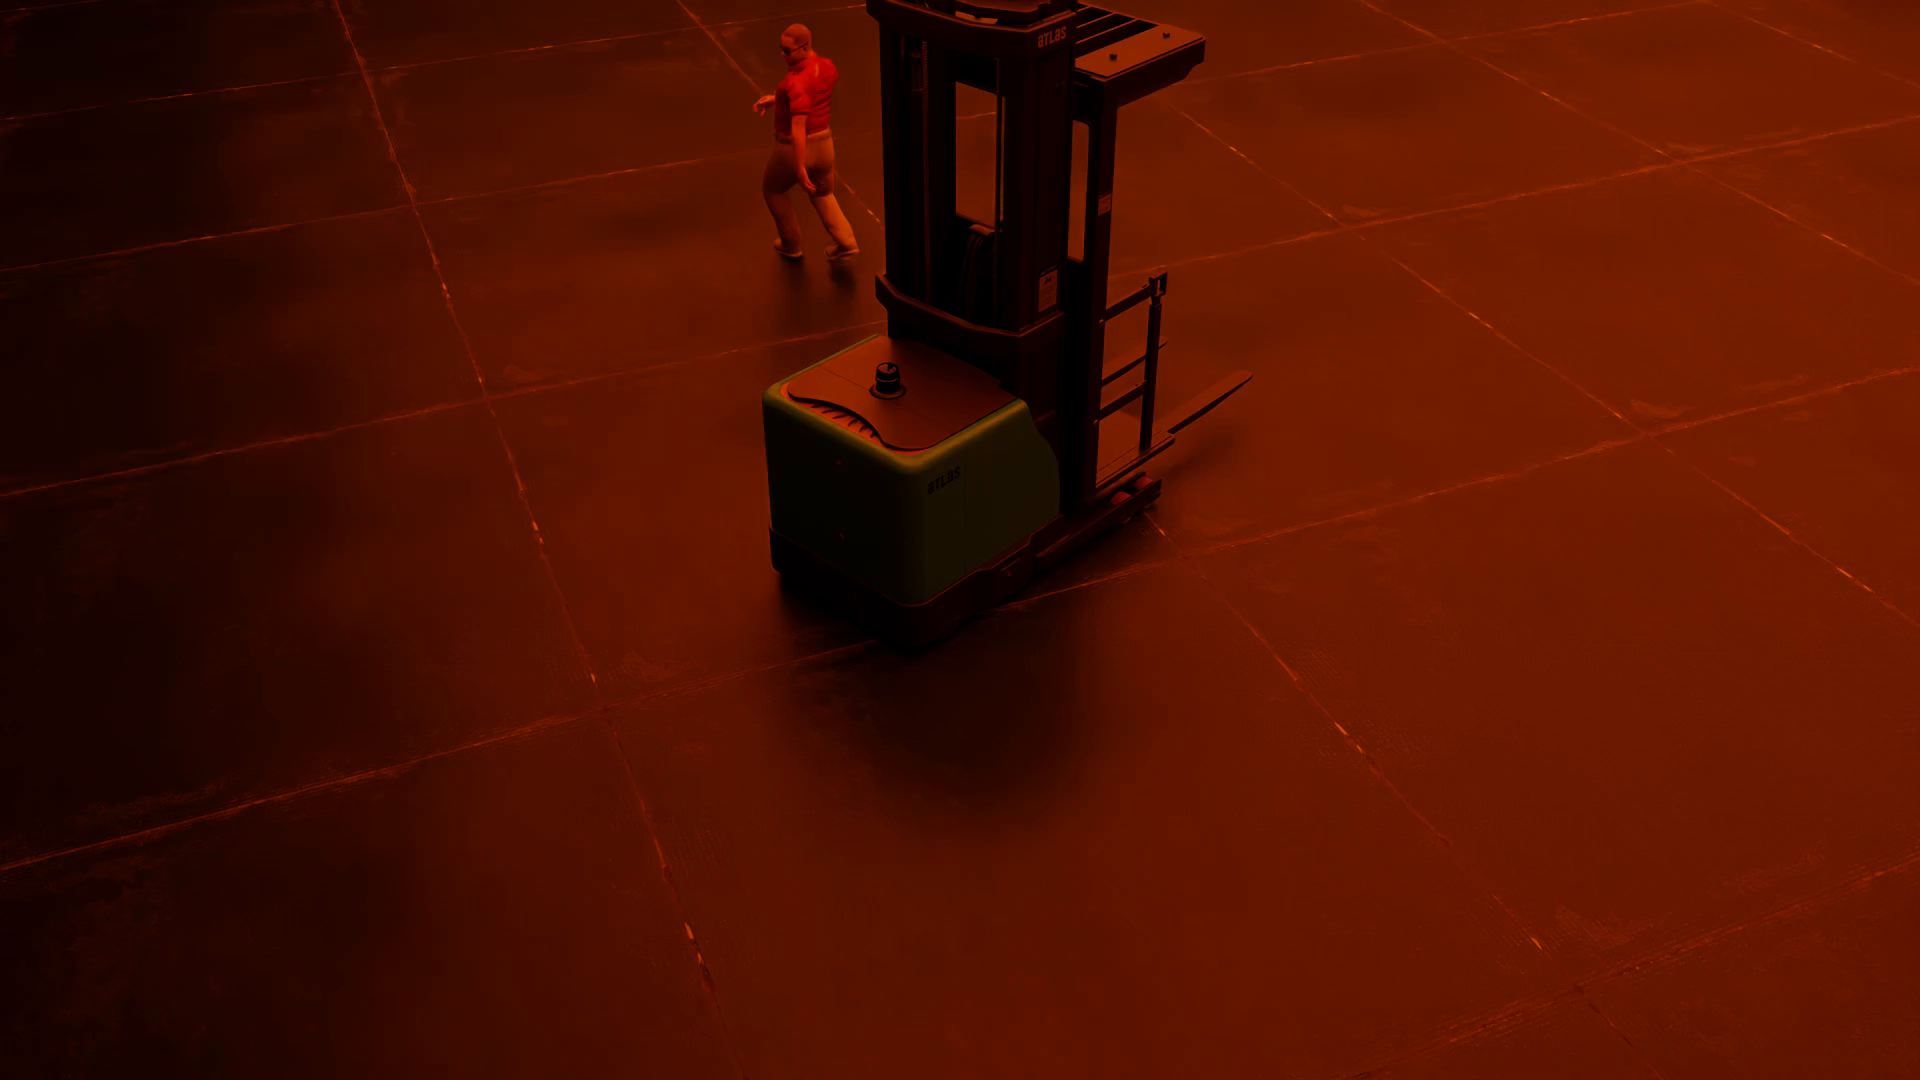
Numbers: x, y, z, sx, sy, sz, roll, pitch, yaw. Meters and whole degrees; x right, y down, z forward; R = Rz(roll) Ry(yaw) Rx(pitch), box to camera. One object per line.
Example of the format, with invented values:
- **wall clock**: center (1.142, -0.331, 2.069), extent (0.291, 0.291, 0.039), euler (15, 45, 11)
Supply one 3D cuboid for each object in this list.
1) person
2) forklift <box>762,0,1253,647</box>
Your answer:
- **person**: center (-1.004, -2.537, 10.797), extent (0.598, 1.649, 0.841), euler (-27, 43, -32)
- **forklift**: center (0.423, -1.461, 8.153), extent (1.130, 2.935, 3.031), euler (28, 44, 33)
